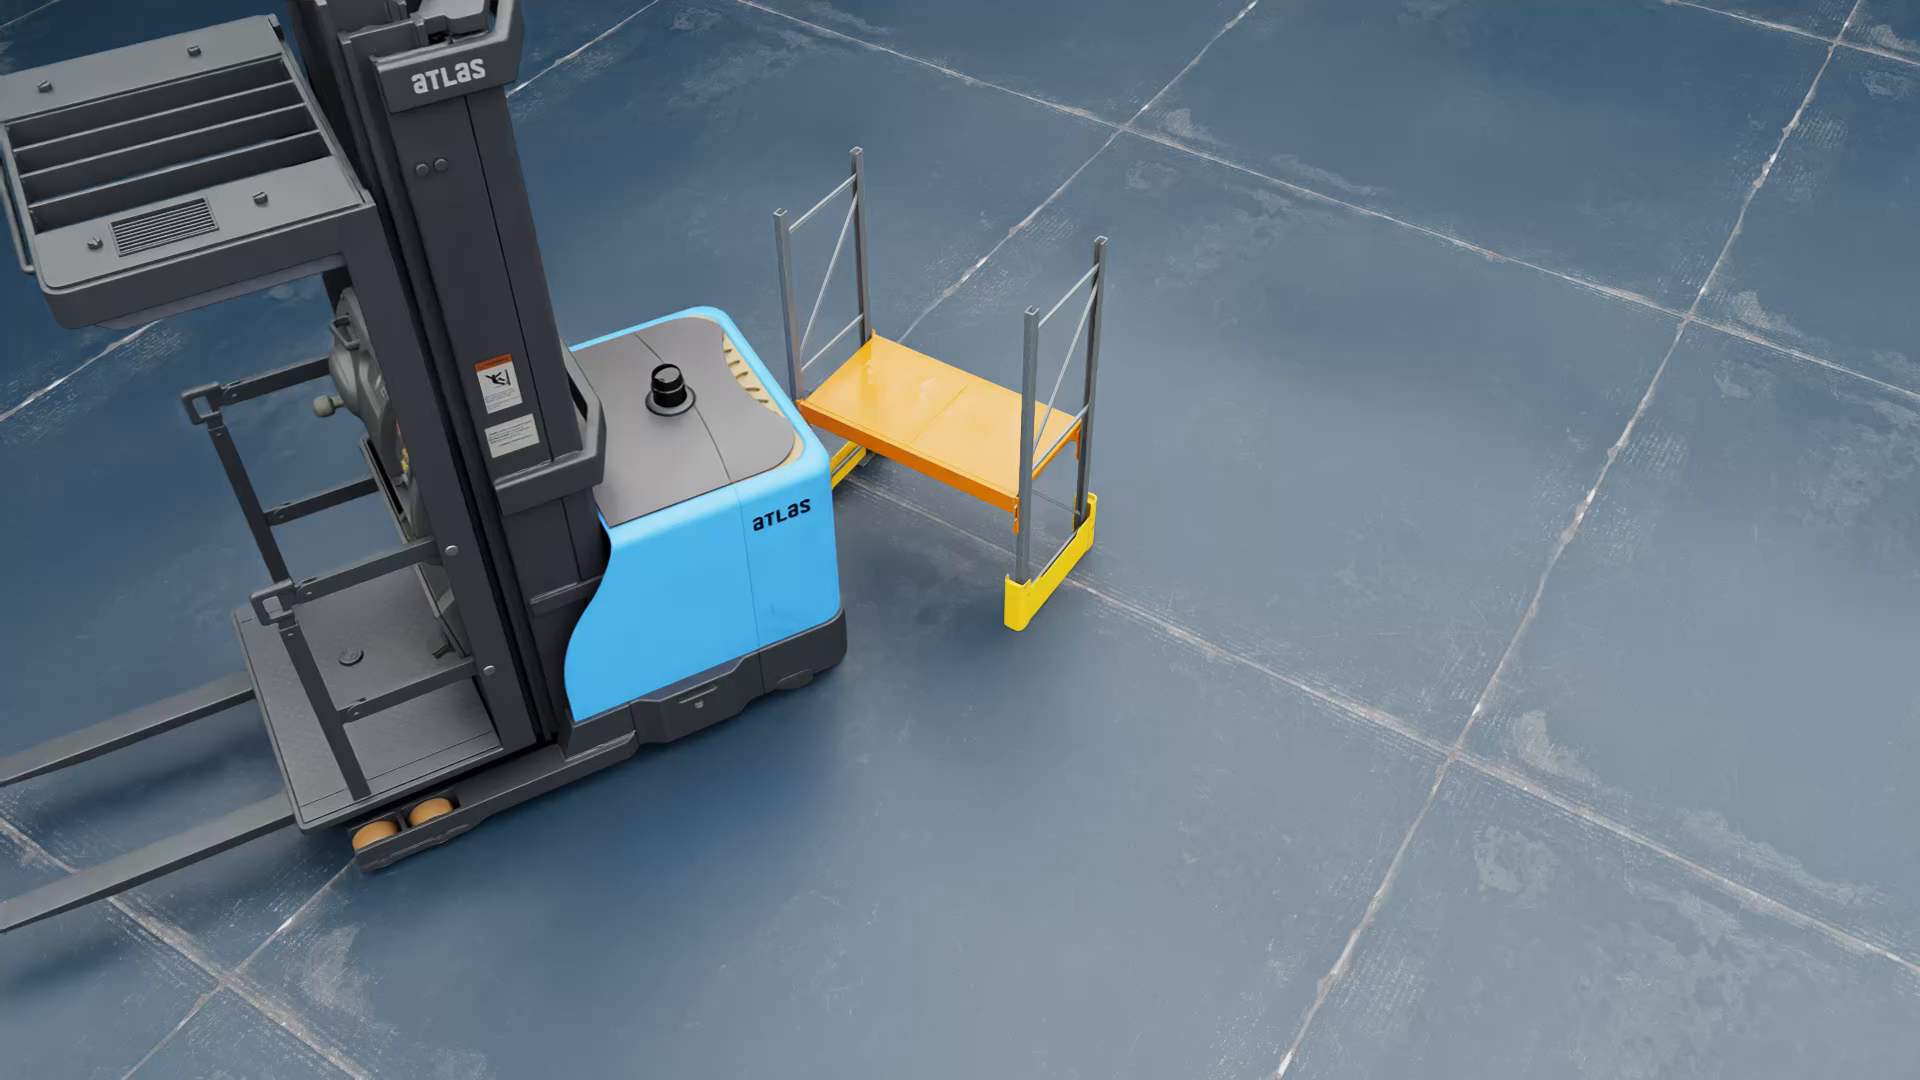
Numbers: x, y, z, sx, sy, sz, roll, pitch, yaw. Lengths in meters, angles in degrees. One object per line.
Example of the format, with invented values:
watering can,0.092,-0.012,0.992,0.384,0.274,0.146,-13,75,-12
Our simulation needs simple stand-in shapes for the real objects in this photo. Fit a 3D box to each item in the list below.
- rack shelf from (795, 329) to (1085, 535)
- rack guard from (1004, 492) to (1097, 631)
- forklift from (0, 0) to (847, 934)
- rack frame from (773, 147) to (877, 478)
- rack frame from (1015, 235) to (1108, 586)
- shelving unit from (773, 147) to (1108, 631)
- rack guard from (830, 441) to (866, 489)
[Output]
rack shelf,-0.072,-0.430,6.373,1.000,0.185,0.538,25,51,22
rack guard,0.355,0.076,6.502,0.087,0.250,0.587,25,51,22
forklift,-1.965,-0.342,5.039,3.031,2.935,1.130,-22,50,-20
rack frame,-0.500,-0.753,6.435,0.032,1.500,0.500,25,51,22
rack frame,0.356,-0.359,6.053,0.032,1.500,0.500,25,51,22
shelving unit,-0.064,-0.552,6.241,1.083,1.500,0.587,25,51,22
rack guard,-0.483,-0.309,6.876,0.087,0.250,0.587,25,51,22
